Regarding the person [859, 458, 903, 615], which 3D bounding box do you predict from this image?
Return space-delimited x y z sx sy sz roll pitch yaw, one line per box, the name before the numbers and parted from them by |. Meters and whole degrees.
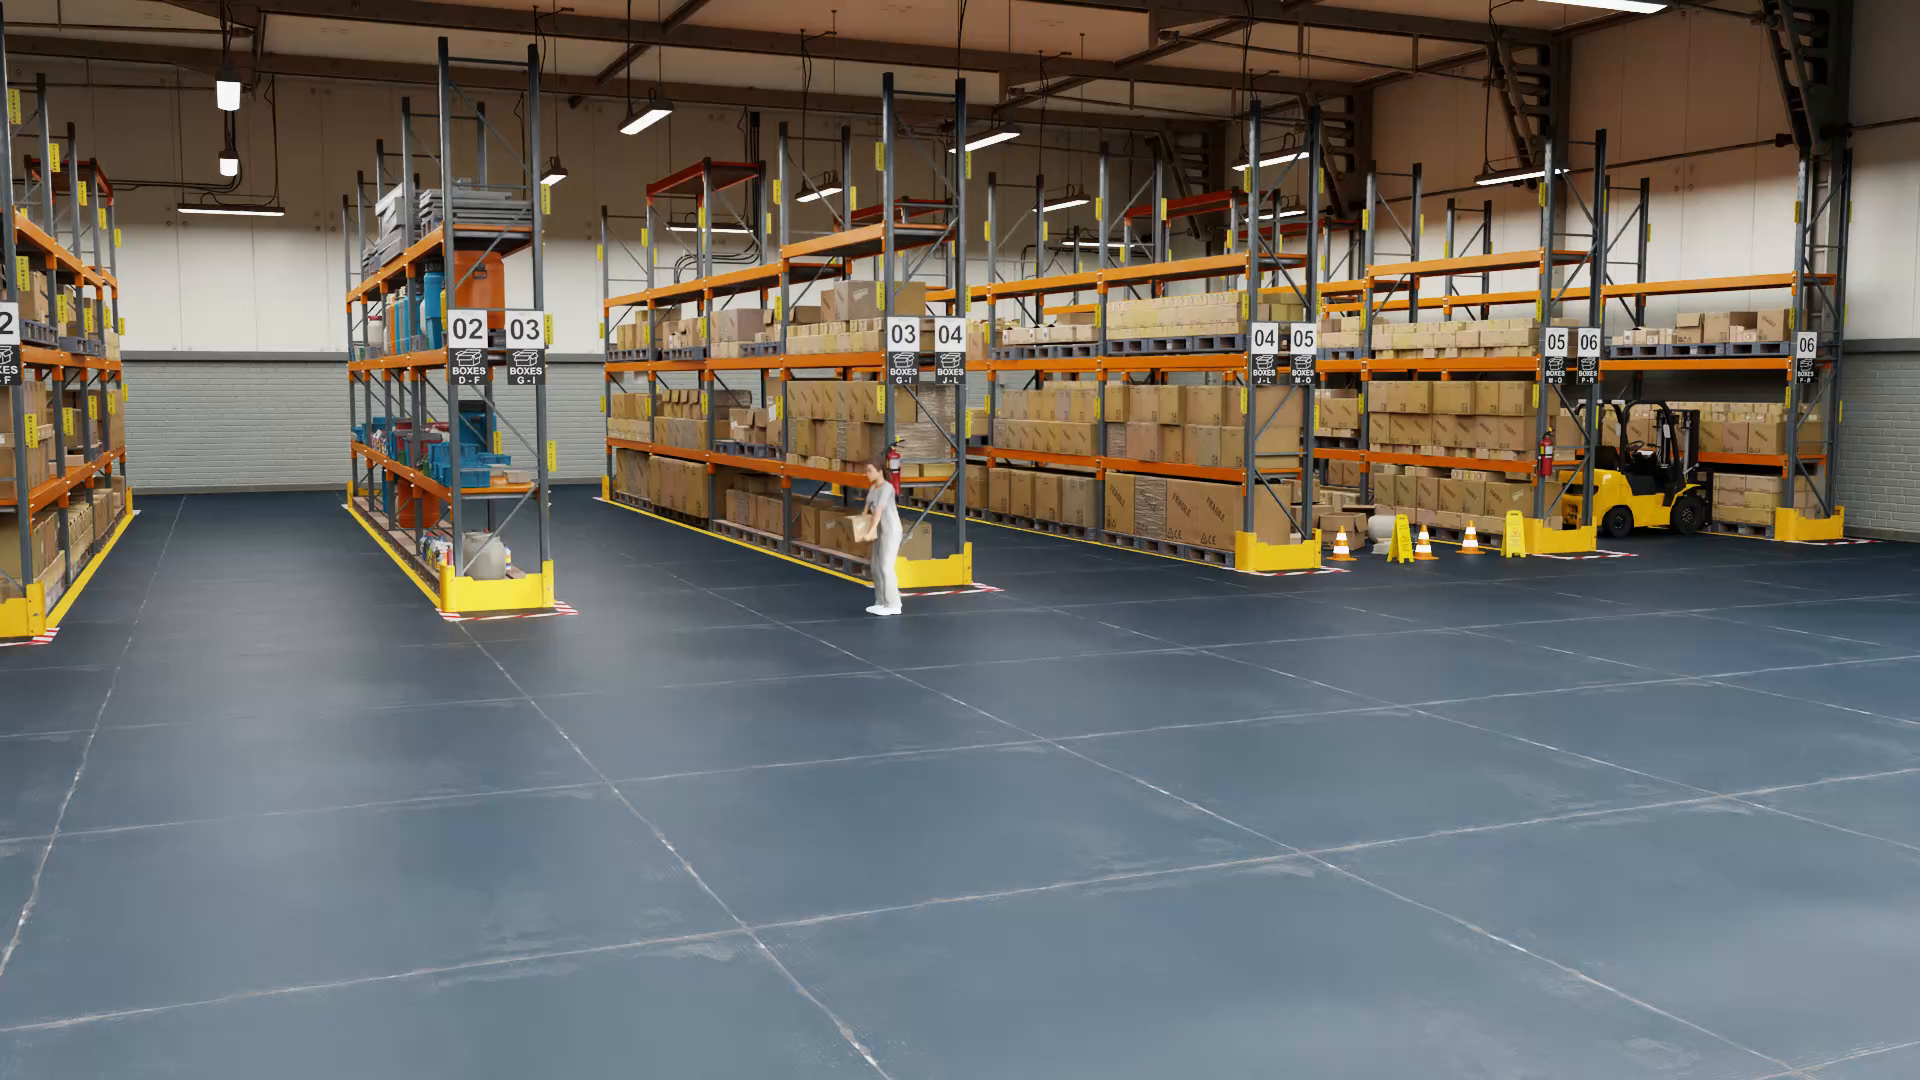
person | -0.867 -0.039 17.510 0.519 1.656 0.411 -3 6 -25
